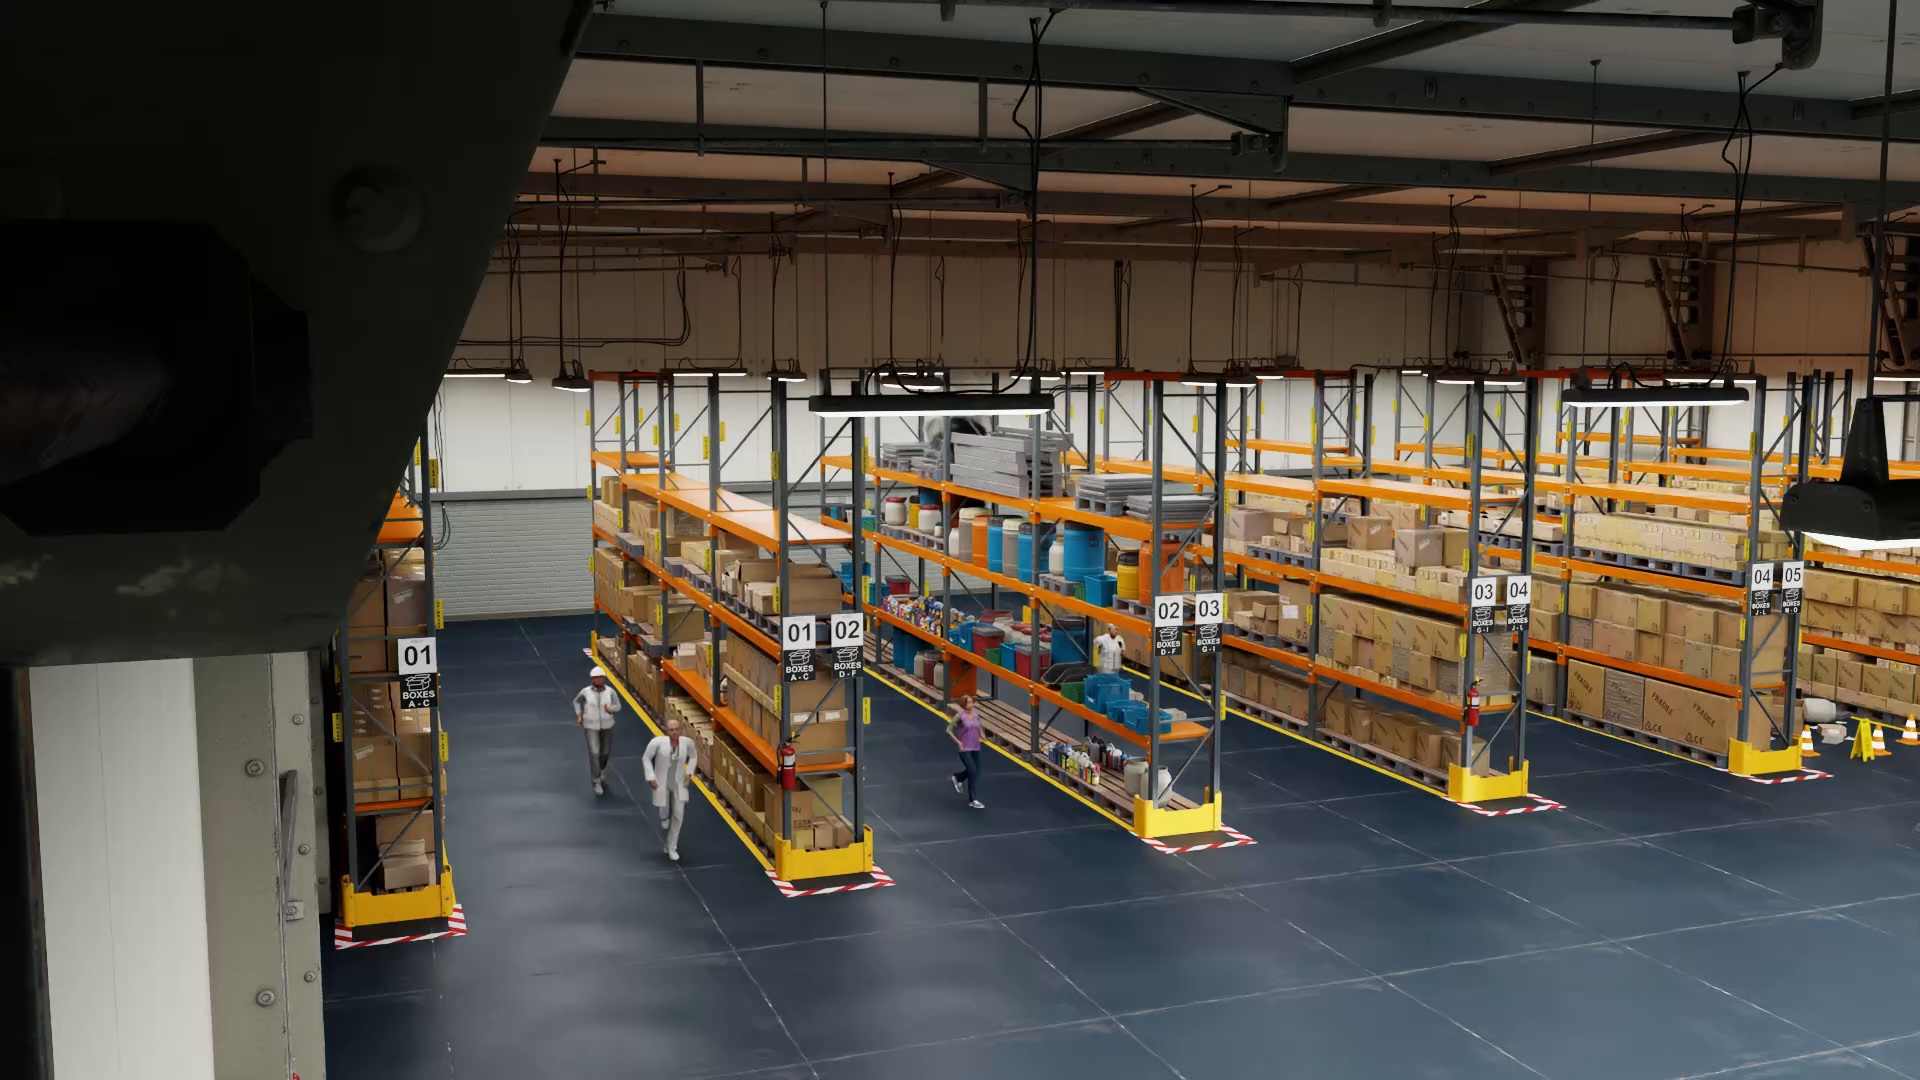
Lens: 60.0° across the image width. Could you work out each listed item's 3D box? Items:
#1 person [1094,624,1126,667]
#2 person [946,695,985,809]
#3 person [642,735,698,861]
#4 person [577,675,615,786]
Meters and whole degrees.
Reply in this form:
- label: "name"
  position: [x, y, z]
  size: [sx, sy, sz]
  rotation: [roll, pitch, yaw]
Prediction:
- label: "person"
  position: [2.630, 2.258, 29.262]
  size: [0.588, 1.658, 0.726]
  rotation: [-3, 7, -25]
- label: "person"
  position: [0.085, 2.947, 23.387]
  size: [0.547, 1.563, 0.755]
  rotation: [-5, 8, -38]
- label: "person"
  position: [-3.694, 3.222, 21.234]
  size: [0.718, 1.563, 0.938]
  rotation: [-2, 7, -17]
- label: "person"
  position: [-5.304, 2.703, 24.197]
  size: [0.528, 1.636, 0.813]
  rotation: [-3, 7, -23]
